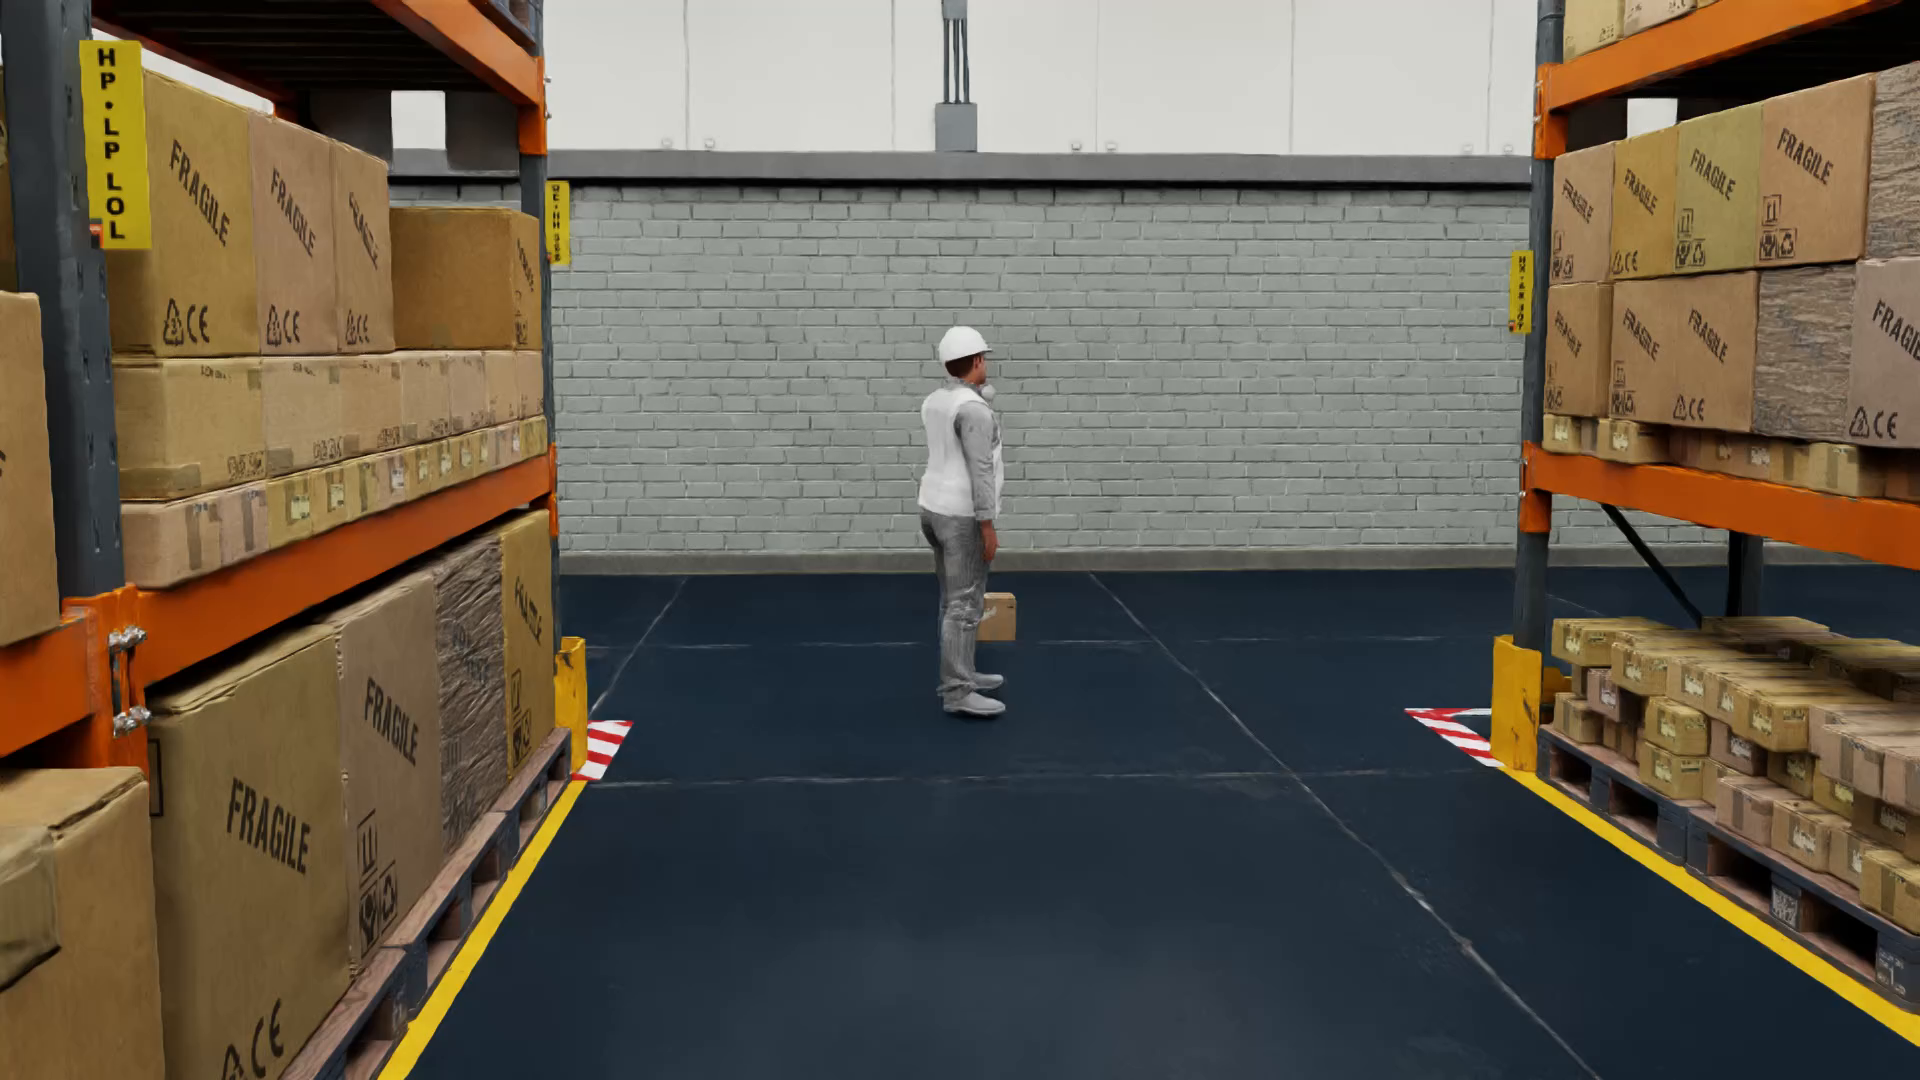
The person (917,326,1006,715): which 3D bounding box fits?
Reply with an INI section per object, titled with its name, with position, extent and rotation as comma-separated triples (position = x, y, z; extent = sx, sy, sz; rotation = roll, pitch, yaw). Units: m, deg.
[person]
position = 0.061, -0.108, 7.806
extent = 0.470, 1.781, 0.588
rotation = -3, 7, -24
